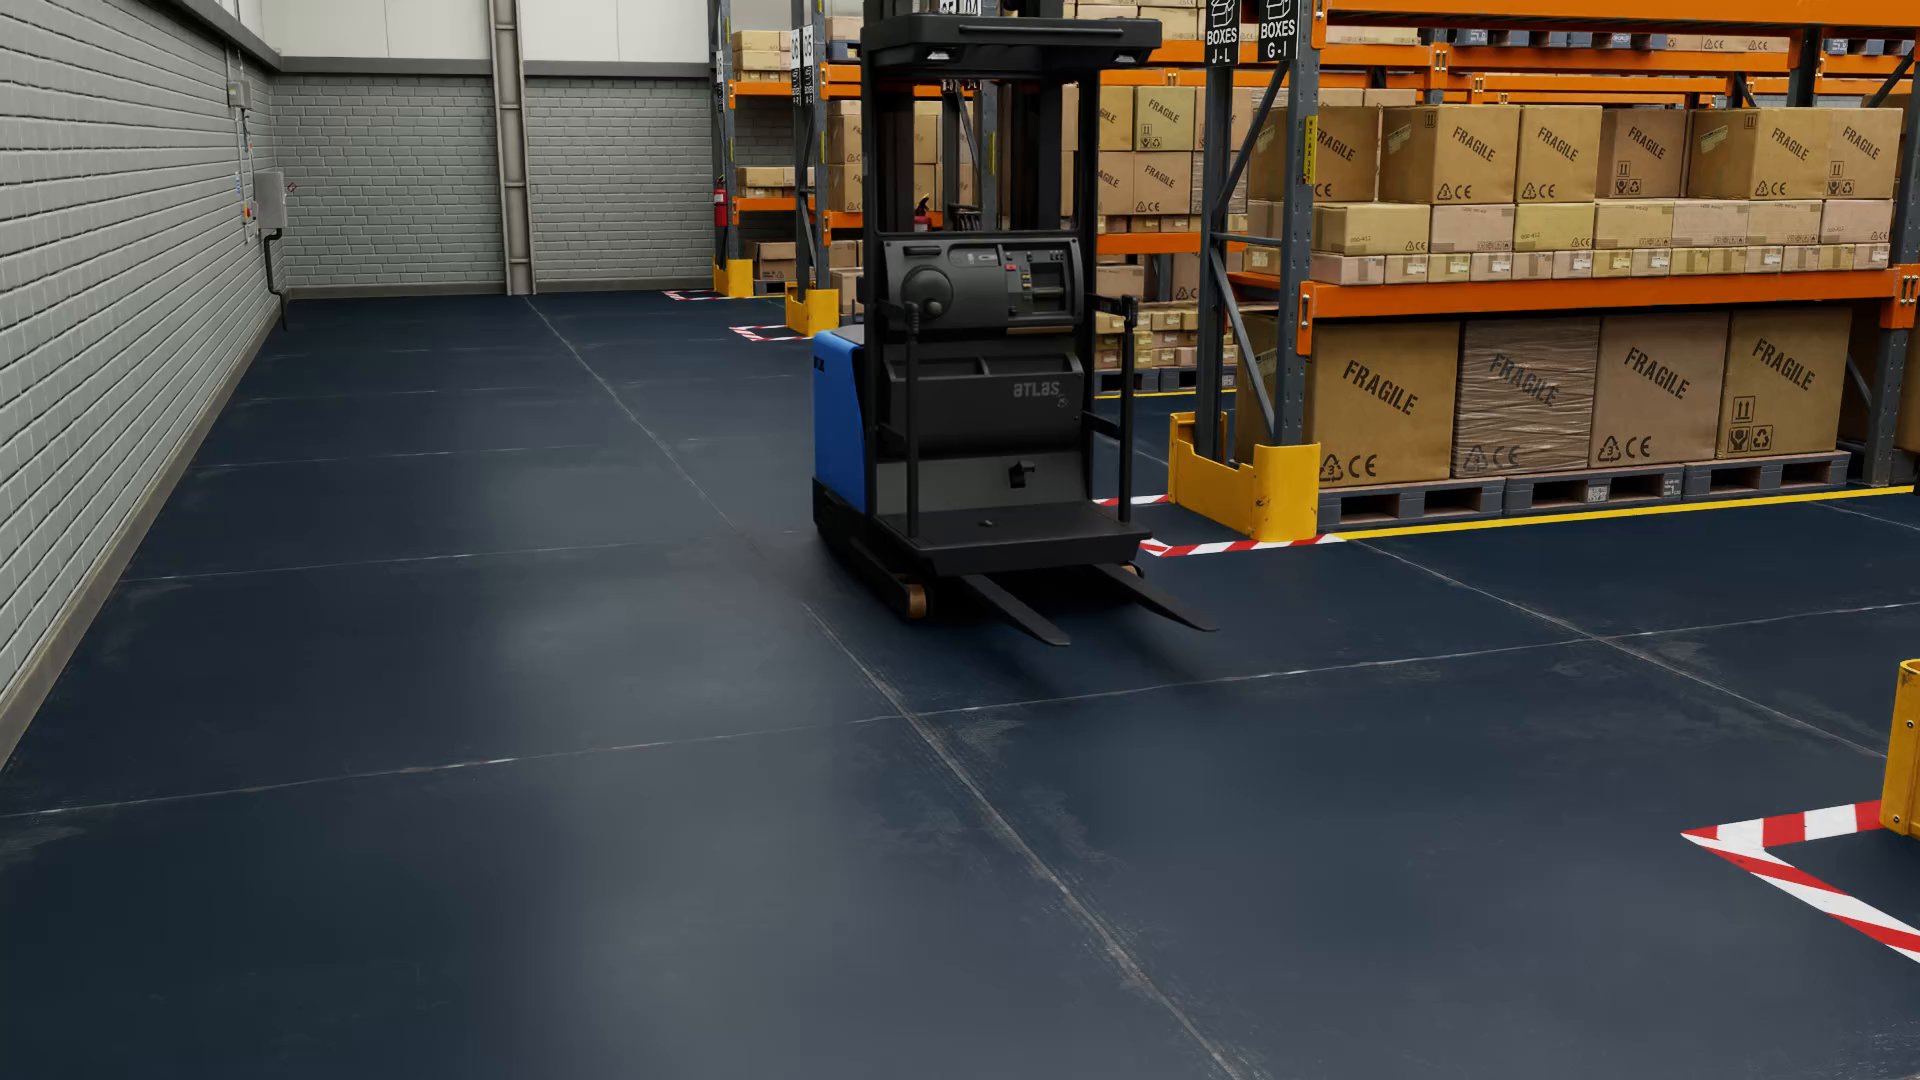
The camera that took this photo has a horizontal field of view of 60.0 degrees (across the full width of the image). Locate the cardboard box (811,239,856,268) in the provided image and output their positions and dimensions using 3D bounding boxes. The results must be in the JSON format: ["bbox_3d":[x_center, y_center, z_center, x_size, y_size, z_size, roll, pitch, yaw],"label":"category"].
[{"bbox_3d":[-1.760,-3.912,23.101,0.500,0.500,0.700,-4,14,-16],"label":"cardboard box"}]

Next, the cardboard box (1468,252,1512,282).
[{"bbox_3d":[2.728,-1.472,8.893,0.250,0.149,0.380,-5,14,-19],"label":"cardboard box"}]

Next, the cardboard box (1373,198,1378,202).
[{"bbox_3d":[2.410,-1.786,9.350,0.500,0.250,0.500,-5,14,-19],"label":"cardboard box"}]

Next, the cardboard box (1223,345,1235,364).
[{"bbox_3d":[2.129,-1.581,14.061,0.250,0.149,0.380,-4,14,-18],"label":"cardboard box"}]

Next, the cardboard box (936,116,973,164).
[{"bbox_3d":[-0.088,-4.344,18.046,0.500,0.500,0.500,-5,14,-18],"label":"cardboard box"}]

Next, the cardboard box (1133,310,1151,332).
[{"bbox_3d":[1.384,-1.823,13.792,0.250,0.149,0.380,-5,14,-21],"label":"cardboard box"}]

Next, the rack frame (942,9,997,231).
[{"bbox_3d":[0.068,-2.678,13.420,0.127,3.000,1.000,-4,14,-18],"label":"rack frame"}]

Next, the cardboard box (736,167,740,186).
[{"bbox_3d":[-2.842,-5.009,22.899,0.500,0.250,0.500,-4,14,-16],"label":"cardboard box"}]

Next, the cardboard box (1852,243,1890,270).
[{"bbox_3d":[5.161,-1.662,9.689,0.250,0.149,0.380,-4,14,-18],"label":"cardboard box"}]

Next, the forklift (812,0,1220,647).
[{"bbox_3d":[0.181,-1.181,7.273,1.130,2.935,3.031,-4,14,-18],"label":"forklift"}]

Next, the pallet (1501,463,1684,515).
[{"bbox_3d":[3.442,-0.392,9.833,1.213,0.211,1.003,-4,14,-18],"label":"pallet"}]

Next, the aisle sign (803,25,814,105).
[{"bbox_3d":[-1.582,-4.952,17.363,0.004,0.787,0.394,-4,14,-18],"label":"aisle sign"}]

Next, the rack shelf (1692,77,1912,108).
[{"bbox_3d":[11.663,-5.899,22.033,4.000,0.370,1.077,-4,14,-18],"label":"rack shelf"}]

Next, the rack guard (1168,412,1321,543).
[{"bbox_3d":[1.532,-0.365,9.097,0.348,0.500,1.175,-4,14,-18],"label":"rack guard"}]

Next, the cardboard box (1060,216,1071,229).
[{"bbox_3d":[0.708,-2.536,13.365,0.250,0.149,0.380,-4,14,-16],"label":"cardboard box"}]

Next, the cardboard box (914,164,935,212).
[{"bbox_3d":[-0.589,-3.821,18.008,0.500,0.500,0.500,-5,14,-19],"label":"cardboard box"}]

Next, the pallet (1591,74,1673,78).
[{"bbox_3d":[8.166,-5.911,20.933,1.003,0.211,1.213,-4,14,-18],"label":"pallet"}]

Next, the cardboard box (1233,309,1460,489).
[{"bbox_3d":[2.135,-0.818,9.285,0.875,0.875,0.875,-4,14,-18],"label":"cardboard box"}]

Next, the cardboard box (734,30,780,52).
[{"bbox_3d":[-2.692,-6.597,22.013,0.500,0.250,0.500,-5,14,-19],"label":"cardboard box"}]

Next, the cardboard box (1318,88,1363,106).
[{"bbox_3d":[3.012,-3.520,13.939,0.500,0.500,0.500,-5,14,-20],"label":"cardboard box"}]

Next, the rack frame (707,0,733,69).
[{"bbox_3d":[-3.193,-7.763,21.834,0.127,3.000,1.000,-4,14,-18],"label":"rack frame"}]

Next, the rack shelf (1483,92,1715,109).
[{"bbox_3d":[10.076,-6.987,26.609,4.000,0.370,1.077,-4,14,-18],"label":"rack shelf"}]

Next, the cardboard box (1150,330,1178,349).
[{"bbox_3d":[1.627,-1.704,13.933,0.250,0.149,0.380,-5,14,-21],"label":"cardboard box"}]

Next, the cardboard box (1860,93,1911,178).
[{"bbox_3d":[5.948,-2.464,10.135,0.637,0.503,0.797,-5,14,-20],"label":"cardboard box"}]

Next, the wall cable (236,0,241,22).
[{"bbox_3d":[-7.998,-6.991,18.504,0.133,3.039,2.988,-4,14,-18],"label":"wall cable"}]

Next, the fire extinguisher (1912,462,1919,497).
[{"bbox_3d":[2.846,-0.366,4.673,0.183,0.674,0.296,-4,14,-18],"label":"fire extinguisher"}]

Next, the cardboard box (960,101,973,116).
[{"bbox_3d":[0.053,-4.665,17.995,0.250,0.149,0.380,-4,14,-18],"label":"cardboard box"}]

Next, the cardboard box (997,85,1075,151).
[{"bbox_3d":[0.578,-3.333,13.153,0.500,0.500,0.500,-5,14,-18],"label":"cardboard box"}]

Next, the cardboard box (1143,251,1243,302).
[{"bbox_3d":[2.747,-3.286,19.658,0.875,0.875,0.875,-4,14,-16],"label":"cardboard box"}]

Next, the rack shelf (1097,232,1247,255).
[{"bbox_3d":[1.964,-2.476,14.124,4.000,0.370,1.077,-4,14,-18],"label":"rack shelf"}]

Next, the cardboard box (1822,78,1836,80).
[{"bbox_3d":[11.113,-6.025,21.551,0.250,0.149,0.380,-5,14,-20],"label":"cardboard box"}]

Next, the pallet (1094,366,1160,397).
[{"bbox_3d":[0.922,-1.379,13.986,1.213,0.211,1.003,-4,14,-18],"label":"pallet"}]

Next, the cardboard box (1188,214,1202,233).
[{"bbox_3d":[1.942,-2.634,13.779,0.250,0.149,0.380,-4,14,-16],"label":"cardboard box"}]

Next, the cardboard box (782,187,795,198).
[{"bbox_3d":[-2.330,-4.743,22.642,0.250,0.149,0.380,-5,14,-19],"label":"cardboard box"}]

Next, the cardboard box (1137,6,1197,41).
[{"bbox_3d":[1.560,-4.120,13.325,0.500,0.250,0.500,-5,14,-20],"label":"cardboard box"}]

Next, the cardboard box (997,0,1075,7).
[{"bbox_3d":[0.577,-4.284,12.932,0.500,0.250,0.500,-4,14,-17],"label":"cardboard box"}]

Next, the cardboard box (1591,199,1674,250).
[{"bbox_3d":[3.556,-1.747,9.185,0.500,0.250,0.500,-5,14,-19],"label":"cardboard box"}]

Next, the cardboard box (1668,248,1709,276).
[{"bbox_3d":[3.943,-1.567,9.290,0.250,0.149,0.380,-5,14,-19],"label":"cardboard box"}]

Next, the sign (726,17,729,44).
[{"bbox_3d":[-3.020,-6.610,21.580,0.005,0.325,0.100,-4,14,-18],"label":"sign"}]

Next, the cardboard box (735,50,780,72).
[{"bbox_3d":[-2.685,-6.349,22.050,0.500,0.250,0.500,-5,14,-19],"label":"cardboard box"}]

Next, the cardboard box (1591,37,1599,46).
[{"bbox_3d":[6.081,-4.716,15.290,0.500,0.500,0.500,-4,14,-18],"label":"cardboard box"}]

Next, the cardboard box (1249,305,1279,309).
[{"bbox_3d":[2.644,-1.907,14.146,0.250,0.149,0.380,-5,14,-21],"label":"cardboard box"}]

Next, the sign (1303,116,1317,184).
[{"bbox_3d":[1.726,-1.920,8.193,0.005,0.325,0.100,-4,14,-18],"label":"sign"}]

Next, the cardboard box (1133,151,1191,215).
[{"bbox_3d":[1.549,-2.923,13.589,0.500,0.500,0.500,-4,14,-17],"label":"cardboard box"}]

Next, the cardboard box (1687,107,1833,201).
[{"bbox_3d":[4.519,-2.186,9.412,0.500,0.500,0.500,-4,14,-17],"label":"cardboard box"}]

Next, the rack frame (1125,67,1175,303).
[{"bbox_3d":[2.185,-4.052,19.194,0.127,3.000,1.000,-4,14,-18],"label":"rack frame"}]

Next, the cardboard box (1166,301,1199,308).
[{"bbox_3d":[1.978,-1.991,14.497,0.250,0.149,0.380,-4,14,-18],"label":"cardboard box"}]

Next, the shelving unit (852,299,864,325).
[{"bbox_3d":[-0.426,-0.703,9.006,0.258,1.200,0.189,9,16,33],"label":"shelving unit"}]

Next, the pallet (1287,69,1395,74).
[{"bbox_3d":[4.324,-5.572,19.512,1.213,0.211,1.003,-4,14,-15],"label":"pallet"}]

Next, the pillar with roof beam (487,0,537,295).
[{"bbox_3d":[-4.663,-6.818,17.860,0.400,9.000,9.100,-4,14,-18],"label":"pillar with roof beam"}]

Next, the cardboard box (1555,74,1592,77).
[{"bbox_3d":[7.413,-5.975,20.576,0.637,0.503,0.797,-4,14,-18],"label":"cardboard box"}]
